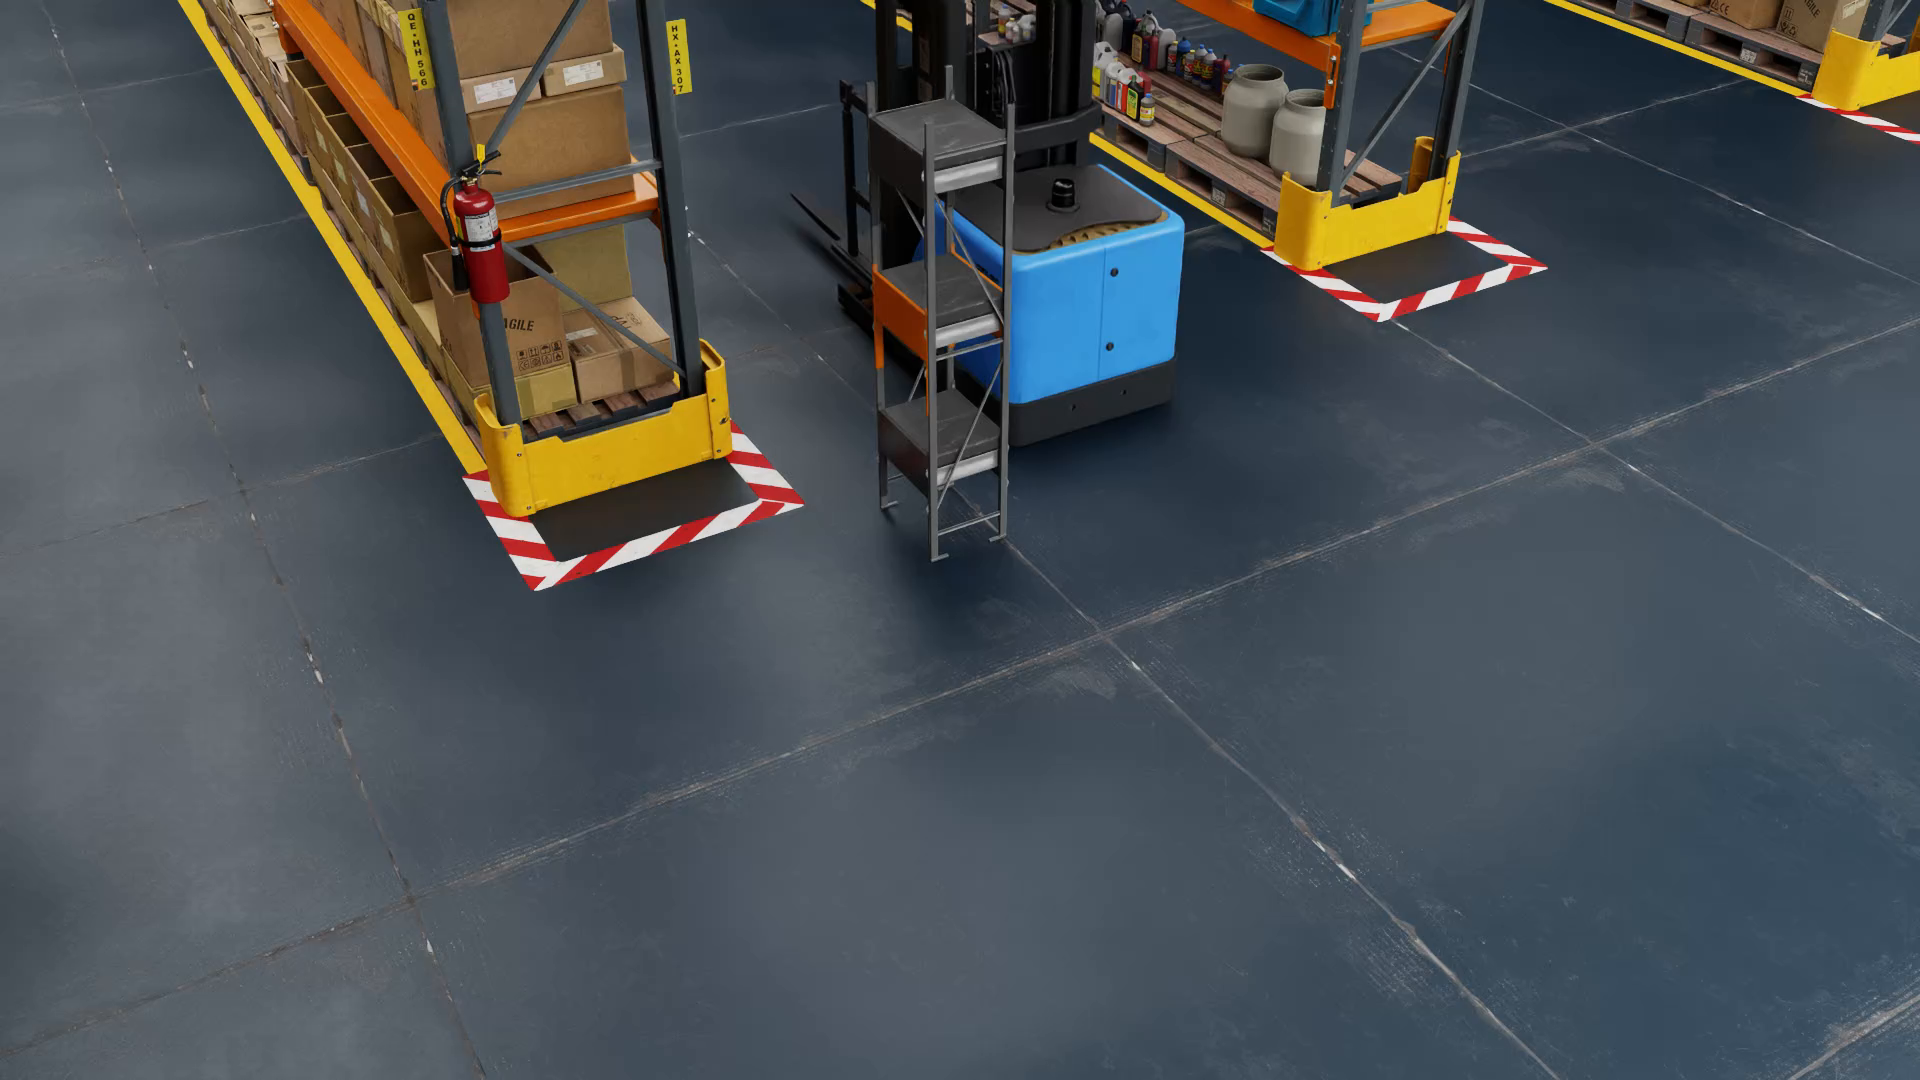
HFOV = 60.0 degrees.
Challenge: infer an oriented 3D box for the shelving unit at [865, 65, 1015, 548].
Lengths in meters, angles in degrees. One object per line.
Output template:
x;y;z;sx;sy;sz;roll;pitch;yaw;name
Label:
-0.084;-0.933;7.248;0.431;2.100;0.499;-19;40;-24;shelving unit

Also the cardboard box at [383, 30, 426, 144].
-2.459;-2.381;8.382;0.700;0.500;0.500;-19;40;-24;cardboard box

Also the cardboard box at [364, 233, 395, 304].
-3.012;-1.584;9.351;0.500;0.250;0.500;-19;40;-24;cardboard box

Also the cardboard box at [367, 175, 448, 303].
-2.765;-1.631;8.779;0.500;0.500;0.500;-19;40;-24;cardboard box

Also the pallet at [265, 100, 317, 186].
-4.137;-2.856;11.481;1.003;0.211;1.213;-19;40;-24;pallet

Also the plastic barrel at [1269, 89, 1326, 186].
2.165;-2.521;10.412;0.421;0.512;0.421;0;36;0;plastic barrel

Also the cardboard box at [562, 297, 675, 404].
-1.800;-0.976;8.519;0.500;0.250;0.500;-19;40;-24;cardboard box

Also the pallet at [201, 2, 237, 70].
-5.363;-4.100;13.185;1.003;0.211;1.213;-19;40;-24;pallet

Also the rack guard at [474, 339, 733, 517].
-1.711;-0.556;8.087;1.175;0.500;0.348;-19;40;-24;rack guard

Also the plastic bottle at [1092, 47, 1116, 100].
1.000;-3.249;11.528;0.144;0.351;0.185;-17;40;-22;plastic bottle

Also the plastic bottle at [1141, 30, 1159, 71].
1.370;-3.543;11.987;0.061;0.283;0.133;-19;40;-24;plastic bottle

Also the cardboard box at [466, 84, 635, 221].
-1.947;-1.860;7.669;0.700;0.500;0.500;-19;40;-24;cardboard box

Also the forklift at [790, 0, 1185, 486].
-0.199;-2.272;8.376;1.782;2.935;3.545;-18;40;-23;forklift

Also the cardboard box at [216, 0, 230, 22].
-5.208;-4.063;12.269;0.500;0.311;0.500;-20;41;-25;cardboard box

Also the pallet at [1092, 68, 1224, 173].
1.470;-2.980;11.651;1.003;0.211;1.213;-19;40;-24;pallet

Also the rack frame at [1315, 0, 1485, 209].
2.561;-3.044;9.374;1.000;3.000;0.127;-19;40;-24;rack frame

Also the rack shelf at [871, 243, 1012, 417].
-0.083;-0.921;7.254;0.431;0.518;0.480;-19;40;-24;rack shelf

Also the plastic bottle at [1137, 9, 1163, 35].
1.383;-3.686;12.126;0.144;0.351;0.185;-19;40;-24;plastic bottle

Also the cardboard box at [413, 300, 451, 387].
-2.510;-1.074;8.653;0.500;0.250;0.500;-19;40;-24;cardboard box

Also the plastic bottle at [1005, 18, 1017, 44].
0.384;-3.787;12.391;0.097;0.201;0.097;0;36;0;plastic bottle

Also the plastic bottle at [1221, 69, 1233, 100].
1.868;-3.161;11.534;0.097;0.201;0.097;0;36;0;plastic bottle

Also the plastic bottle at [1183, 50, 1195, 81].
1.648;-3.384;11.840;0.097;0.201;0.097;0;36;0;plastic bottle

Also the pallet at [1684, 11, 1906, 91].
6.428;-3.849;12.840;1.003;0.211;1.213;-19;40;-24;pallet

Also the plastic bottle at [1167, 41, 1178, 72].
1.544;-3.489;11.984;0.097;0.201;0.097;0;36;0;plastic bottle

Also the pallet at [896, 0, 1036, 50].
0.124;-4.346;13.522;1.003;0.211;1.213;-19;40;-24;pallet

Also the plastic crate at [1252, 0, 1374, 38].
2.051;-3.150;9.646;0.499;0.251;0.616;-19;40;-24;plastic crate

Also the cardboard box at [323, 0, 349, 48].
-3.234;-3.166;9.457;0.700;0.500;0.500;-19;40;-24;cardboard box

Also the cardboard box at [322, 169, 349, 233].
-3.515;-2.094;10.049;0.500;0.250;0.500;-19;40;-24;cardboard box

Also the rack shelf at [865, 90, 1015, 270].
-0.083;-1.487;6.841;0.431;0.518;0.480;-19;40;-24;rack shelf

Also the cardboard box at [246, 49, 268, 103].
-4.702;-3.322;11.730;0.500;0.250;0.500;-18;40;-23;cardboard box

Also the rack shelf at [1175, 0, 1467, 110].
1.557;-3.773;10.983;1.077;0.370;4.000;-19;40;-24;rack shelf

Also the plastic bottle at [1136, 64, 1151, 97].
1.248;-3.099;11.380;0.061;0.283;0.133;-19;40;-24;plastic bottle

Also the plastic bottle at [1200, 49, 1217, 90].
1.748;-3.311;11.681;0.097;0.271;0.097;0;36;0;plastic bottle

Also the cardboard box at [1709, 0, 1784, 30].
6.215;-4.289;12.843;0.500;0.500;0.500;-9;37;-12;cardboard box

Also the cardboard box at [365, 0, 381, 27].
-2.732;-2.678;8.239;0.380;0.149;0.250;-18;40;-23;cardboard box

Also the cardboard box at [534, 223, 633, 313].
-2.053;-1.534;8.646;0.500;0.500;0.500;-19;40;-24;cardboard box

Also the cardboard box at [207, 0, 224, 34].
-5.480;-4.106;12.804;0.500;0.250;0.500;-20;41;-25;cardboard box

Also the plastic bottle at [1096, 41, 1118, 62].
1.022;-3.370;11.757;0.152;0.276;0.135;-19;40;-24;plastic bottle

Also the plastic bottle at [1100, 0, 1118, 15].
1.125;-3.948;12.486;0.144;0.351;0.185;-20;41;-25;plastic bottle

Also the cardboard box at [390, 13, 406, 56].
-2.466;-2.411;7.873;0.380;0.149;0.250;-18;40;-23;cardboard box

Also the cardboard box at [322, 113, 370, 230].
-3.268;-2.140;9.477;0.500;0.500;0.500;-19;40;-24;cardboard box

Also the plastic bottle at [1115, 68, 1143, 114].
1.157;-3.065;11.339;0.152;0.276;0.135;-19;40;-24;plastic bottle

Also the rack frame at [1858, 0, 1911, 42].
6.844;-4.511;11.383;1.000;3.000;0.127;-19;40;-24;rack frame

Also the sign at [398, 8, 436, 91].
-2.199;-1.987;6.745;0.100;0.325;0.005;-19;40;-24;sign

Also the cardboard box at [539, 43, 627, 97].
-1.734;-2.144;7.507;0.380;0.149;0.250;-19;40;-24;cardboard box

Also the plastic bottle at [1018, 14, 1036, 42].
0.519;-3.712;12.225;0.152;0.276;0.135;-17;40;-22;plastic bottle

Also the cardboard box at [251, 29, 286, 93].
-4.451;-3.288;11.209;0.500;0.311;0.500;-18;40;-23;cardboard box

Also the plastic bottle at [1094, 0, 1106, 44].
1.000;-3.906;12.427;0.144;0.351;0.185;-19;40;-24;plastic bottle

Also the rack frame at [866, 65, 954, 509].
-0.206;-1.057;7.417;0.400;2.100;0.015;-19;40;-24;rack frame
